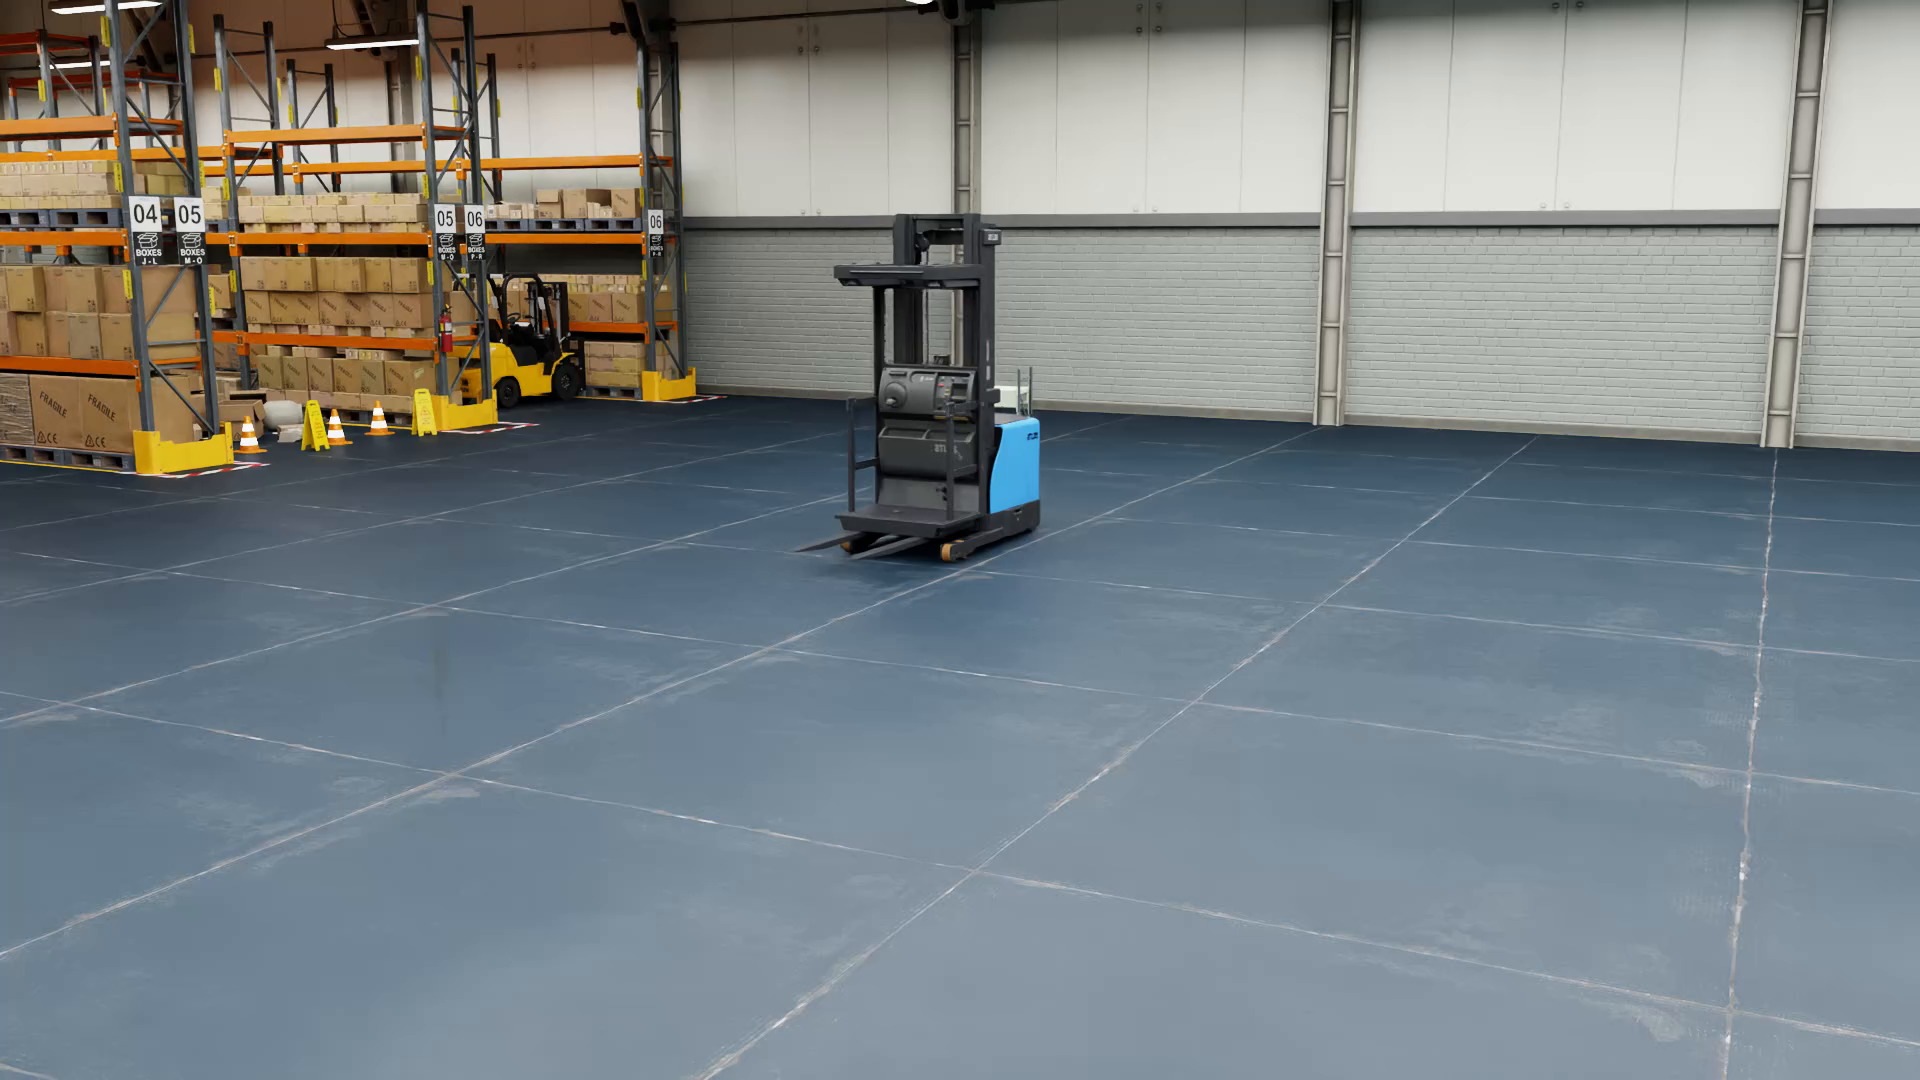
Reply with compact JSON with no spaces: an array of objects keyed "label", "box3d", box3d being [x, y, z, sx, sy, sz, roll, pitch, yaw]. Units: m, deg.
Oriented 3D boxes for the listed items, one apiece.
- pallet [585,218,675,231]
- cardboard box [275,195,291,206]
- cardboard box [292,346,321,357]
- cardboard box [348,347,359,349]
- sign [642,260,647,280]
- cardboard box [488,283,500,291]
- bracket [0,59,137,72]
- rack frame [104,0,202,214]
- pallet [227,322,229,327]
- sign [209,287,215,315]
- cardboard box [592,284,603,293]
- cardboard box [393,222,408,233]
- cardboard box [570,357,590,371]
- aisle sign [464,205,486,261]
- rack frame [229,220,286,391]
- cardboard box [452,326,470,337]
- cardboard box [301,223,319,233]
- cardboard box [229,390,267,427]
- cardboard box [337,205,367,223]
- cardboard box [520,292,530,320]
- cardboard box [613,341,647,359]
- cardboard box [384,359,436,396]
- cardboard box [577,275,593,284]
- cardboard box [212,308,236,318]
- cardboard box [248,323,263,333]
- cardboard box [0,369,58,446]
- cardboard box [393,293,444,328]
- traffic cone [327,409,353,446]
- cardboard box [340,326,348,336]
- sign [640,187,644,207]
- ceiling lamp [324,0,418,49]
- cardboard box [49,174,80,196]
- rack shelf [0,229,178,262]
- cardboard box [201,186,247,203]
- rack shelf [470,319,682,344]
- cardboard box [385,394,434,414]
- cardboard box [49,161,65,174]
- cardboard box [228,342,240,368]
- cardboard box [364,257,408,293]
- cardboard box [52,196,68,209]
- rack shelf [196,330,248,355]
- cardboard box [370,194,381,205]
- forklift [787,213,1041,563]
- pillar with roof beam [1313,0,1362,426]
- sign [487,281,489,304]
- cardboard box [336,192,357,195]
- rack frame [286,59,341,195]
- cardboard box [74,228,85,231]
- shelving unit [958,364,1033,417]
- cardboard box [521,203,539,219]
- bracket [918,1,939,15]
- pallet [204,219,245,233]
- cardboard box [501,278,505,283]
[{"label":"pallet","box3d":[-5.679,-5.433,28.654,1.213,0.211,1.003,5,11,26]},{"label":"cardboard box","box3d":[-9.995,-5.068,24.853,0.250,0.149,0.380,5,11,25]},{"label":"cardboard box","box3d":[-9.879,-2.856,25.201,0.250,0.149,0.380,6,12,28]},{"label":"cardboard box","box3d":[-11.088,-3.508,31.679,0.625,0.625,0.875,5,12,28]},{"label":"sign","box3d":[-5.309,-4.542,27.986,0.005,0.325,0.100,5,11,26]},{"label":"cardboard box","box3d":[-8.241,-4.537,29.775,0.250,0.149,0.380,5,12,27]},{"label":"bracket","box3d":[-18.883,-9.988,35.040,4.783,0.066,0.076,5,11,26]},{"label":"rack frame","box3d":[-9.349,-5.301,19.254,0.127,3.000,1.000,5,11,26]},{"label":"pallet","box3d":[-12.630,-3.534,26.875,1.213,0.211,1.003,5,11,26]},{"label":"sign","box3d":[-9.098,-2.902,20.192,0.005,0.325,0.100,5,11,26]},{"label":"cardboard box","box3d":[-6.156,-4.359,28.790,0.250,0.149,0.380,5,11,25]},{"label":"cardboard box","box3d":[-7.930,-4.498,23.944,0.250,0.149,0.380,5,11,26]},{"label":"cardboard box","box3d":[-6.548,-3.108,29.116,0.500,0.250,0.500,5,11,25]},{"label":"aisle sign","box3d":[-7.056,-4.472,24.216,0.004,0.787,0.394,5,11,26]},{"label":"rack frame","box3d":[-10.836,-3.463,25.942,0.127,3.000,1.000,5,11,26]},{"label":"cardboard box","box3d":[-7.462,-3.084,24.554,0.250,0.149,0.380,5,11,26]},{"label":"cardboard box","box3d":[-9.548,-4.636,24.707,0.250,0.149,0.380,5,11,25]},{"label":"cardboard box","box3d":[-10.477,-1.933,24.497,0.500,0.500,0.500,-4,11,-23]},{"label":"cardboard box","box3d":[-8.745,-4.774,24.347,0.500,0.250,0.500,5,12,27]},{"label":"cardboard box","box3d":[-7.432,-4.151,29.460,0.500,0.500,0.500,5,11,25]},{"label":"cardboard box","box3d":[-5.607,-3.273,28.626,0.500,0.250,0.500,5,12,28]},{"label":"cardboard box","box3d":[-8.083,-2.392,24.460,0.500,0.500,0.500,5,11,26]},{"label":"cardboard box","box3d":[-6.425,-4.515,28.819,0.250,0.149,0.380,5,12,27]},{"label":"cardboard box","box3d":[-11.420,-3.543,25.908,0.250,0.149,0.380,5,11,27]},{"label":"cardboard box","box3d":[-10.696,-3.263,25.545,0.250,0.149,0.380,5,11,26]},{"label":"cardboard box","box3d":[-11.593,-1.695,20.957,0.875,0.875,0.875,5,11,26]},{"label":"cardboard box","box3d":[-7.858,-3.342,24.159,0.500,0.500,0.500,5,11,25]},{"label":"traffic cone","box3d":[-8.392,-1.523,22.348,0.334,0.463,0.336,5,11,26]},{"label":"cardboard box","box3d":[-9.041,-3.143,24.880,0.250,0.149,0.380,5,11,26]},{"label":"sign","box3d":[-5.309,-5.728,27.771,0.005,0.325,0.100,5,11,26]},{"label":"ceiling lamp","box3d":[-9.492,-9.719,27.270,2.000,3.185,0.800,5,11,26]},{"label":"cardboard box","box3d":[-10.359,-4.187,19.647,0.500,0.250,0.500,5,11,26]},{"label":"rack shelf","box3d":[-11.142,-3.629,20.456,4.000,0.370,1.077,5,11,26]},{"label":"cardboard box","box3d":[-11.412,-5.343,25.747,0.500,0.250,0.500,5,12,27]},{"label":"rack shelf","box3d":[-6.850,-3.745,29.517,4.000,0.370,1.077,5,11,26]},{"label":"cardboard box","box3d":[-8.114,-2.024,24.533,0.500,0.250,0.500,5,11,26]},{"label":"cardboard box","box3d":[-10.487,-4.383,19.607,0.250,0.149,0.380,5,12,27]},{"label":"cardboard box","box3d":[-14.093,-3.667,32.908,0.500,0.500,0.500,5,11,24]},{"label":"cardboard box","box3d":[-8.254,-3.882,24.333,0.500,0.500,0.700,5,11,26]},{"label":"cardboard box","box3d":[-10.479,-3.990,19.675,0.250,0.149,0.380,5,11,26]},{"label":"rack shelf","box3d":[-12.630,-3.267,26.877,4.000,0.370,1.077,5,11,26]},{"label":"cardboard box","box3d":[-8.339,-4.944,24.169,0.250,0.149,0.380,5,11,26]},{"label":"forklift","box3d":[-0.390,-1.340,14.403,1.130,2.935,3.031,6,12,28]},{"label":"pillar with roof beam","box3d":[3.575,-5.459,20.123,0.548,9.000,9.100,5,11,26]},{"label":"sign","box3d":[-7.009,-3.661,24.603,0.005,0.325,0.100,5,11,26]},{"label":"cardboard box","box3d":[-11.192,-6.233,31.082,0.500,0.500,0.700,5,11,25]},{"label":"rack frame","box3d":[-12.230,-7.523,31.531,0.127,3.000,1.000,5,11,26]},{"label":"cardboard box","box3d":[-14.216,-5.079,27.152,0.250,0.149,0.380,5,11,26]},{"label":"shelving unit","box3d":[0.279,-0.931,16.161,0.755,1.500,0.431,4,11,20]},{"label":"cardboard box","box3d":[-7.447,-5.756,29.109,0.258,0.266,0.396,5,11,24]},{"label":"bracket","box3d":[-0.430,-8.366,26.081,0.430,0.232,0.235,5,11,26]},{"label":"pallet","box3d":[-11.343,-4.912,26.055,1.003,0.211,1.213,5,11,26]},{"label":"cardboard box","box3d":[-7.982,-4.674,29.693,0.250,0.149,0.380,5,11,25]}]
